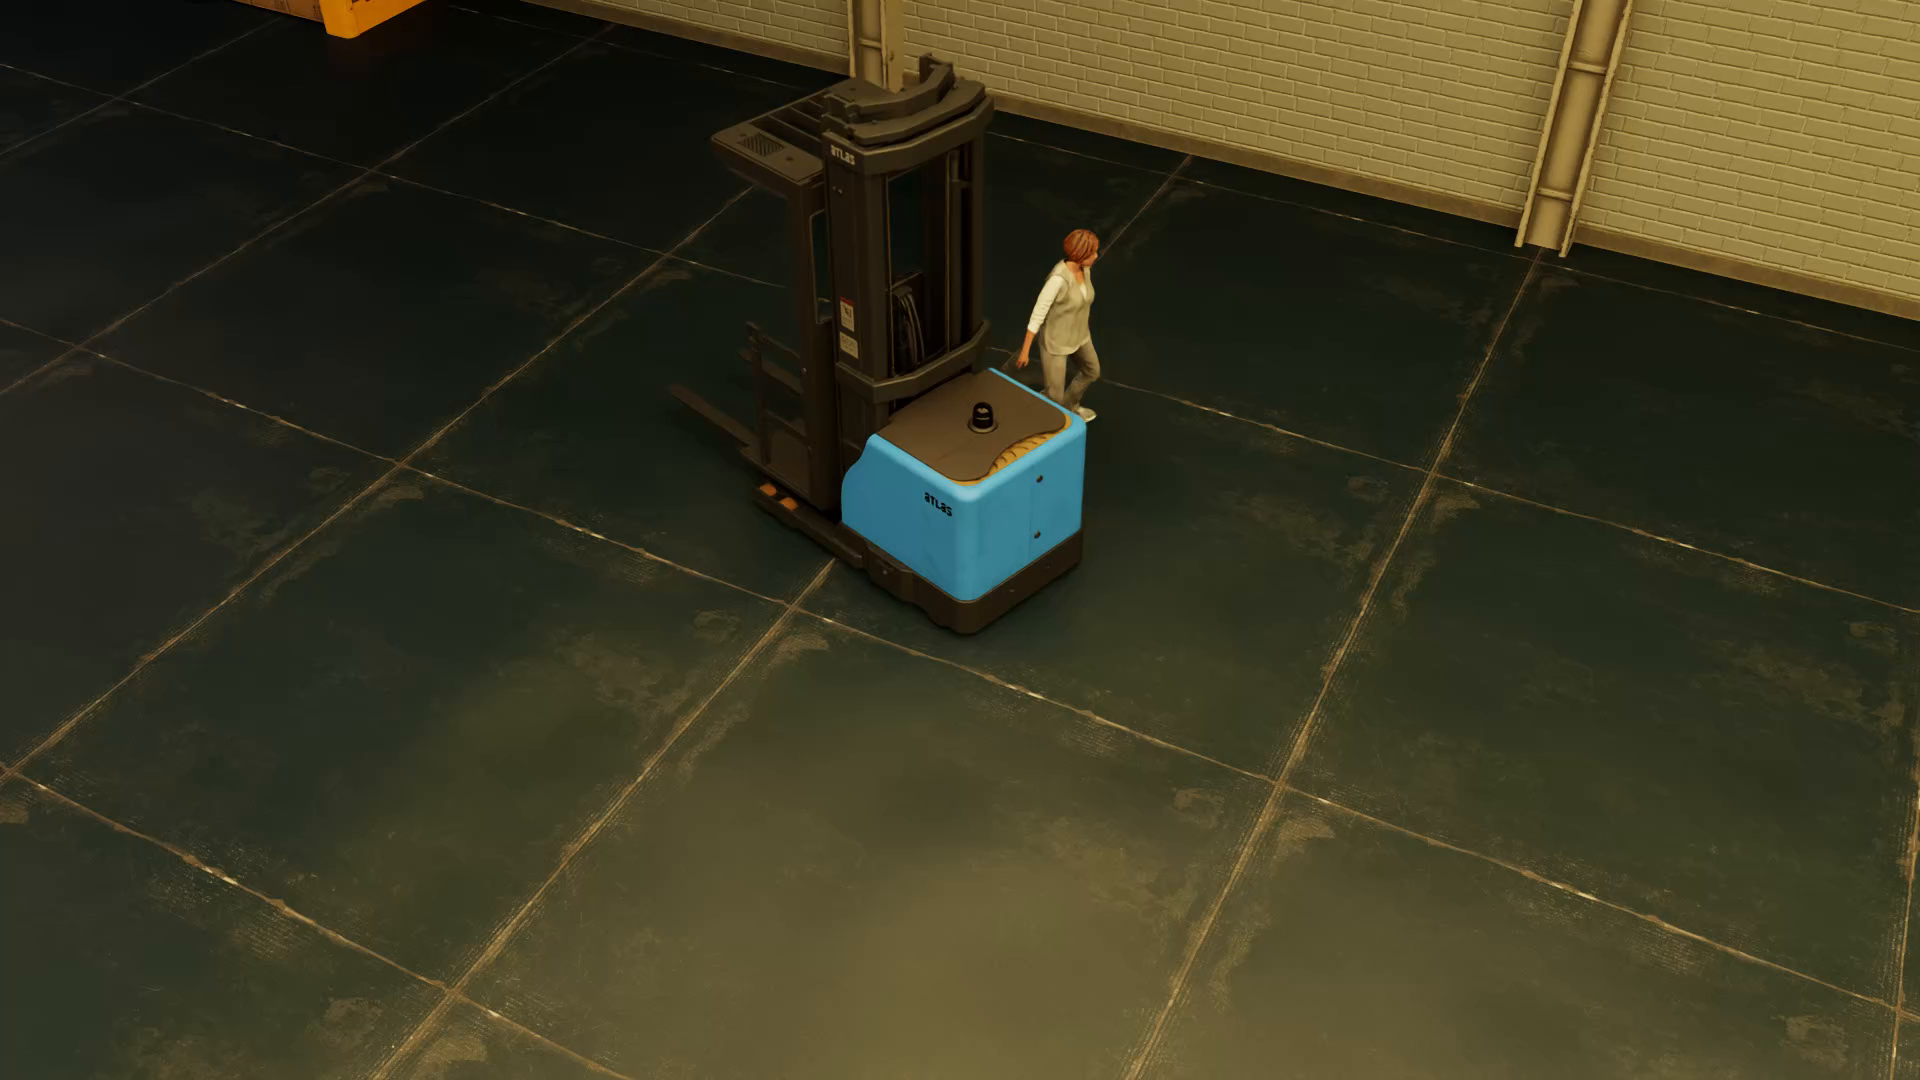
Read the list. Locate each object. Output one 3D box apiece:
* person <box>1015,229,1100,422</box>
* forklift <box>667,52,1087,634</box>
[{"bbox_3d":[0.604,-1.267,10.616,0.418,1.556,0.725,27,47,28],"label":"person"},{"bbox_3d":[-0.660,-1.431,9.685,1.130,2.935,3.031,-33,50,-33],"label":"forklift"}]
